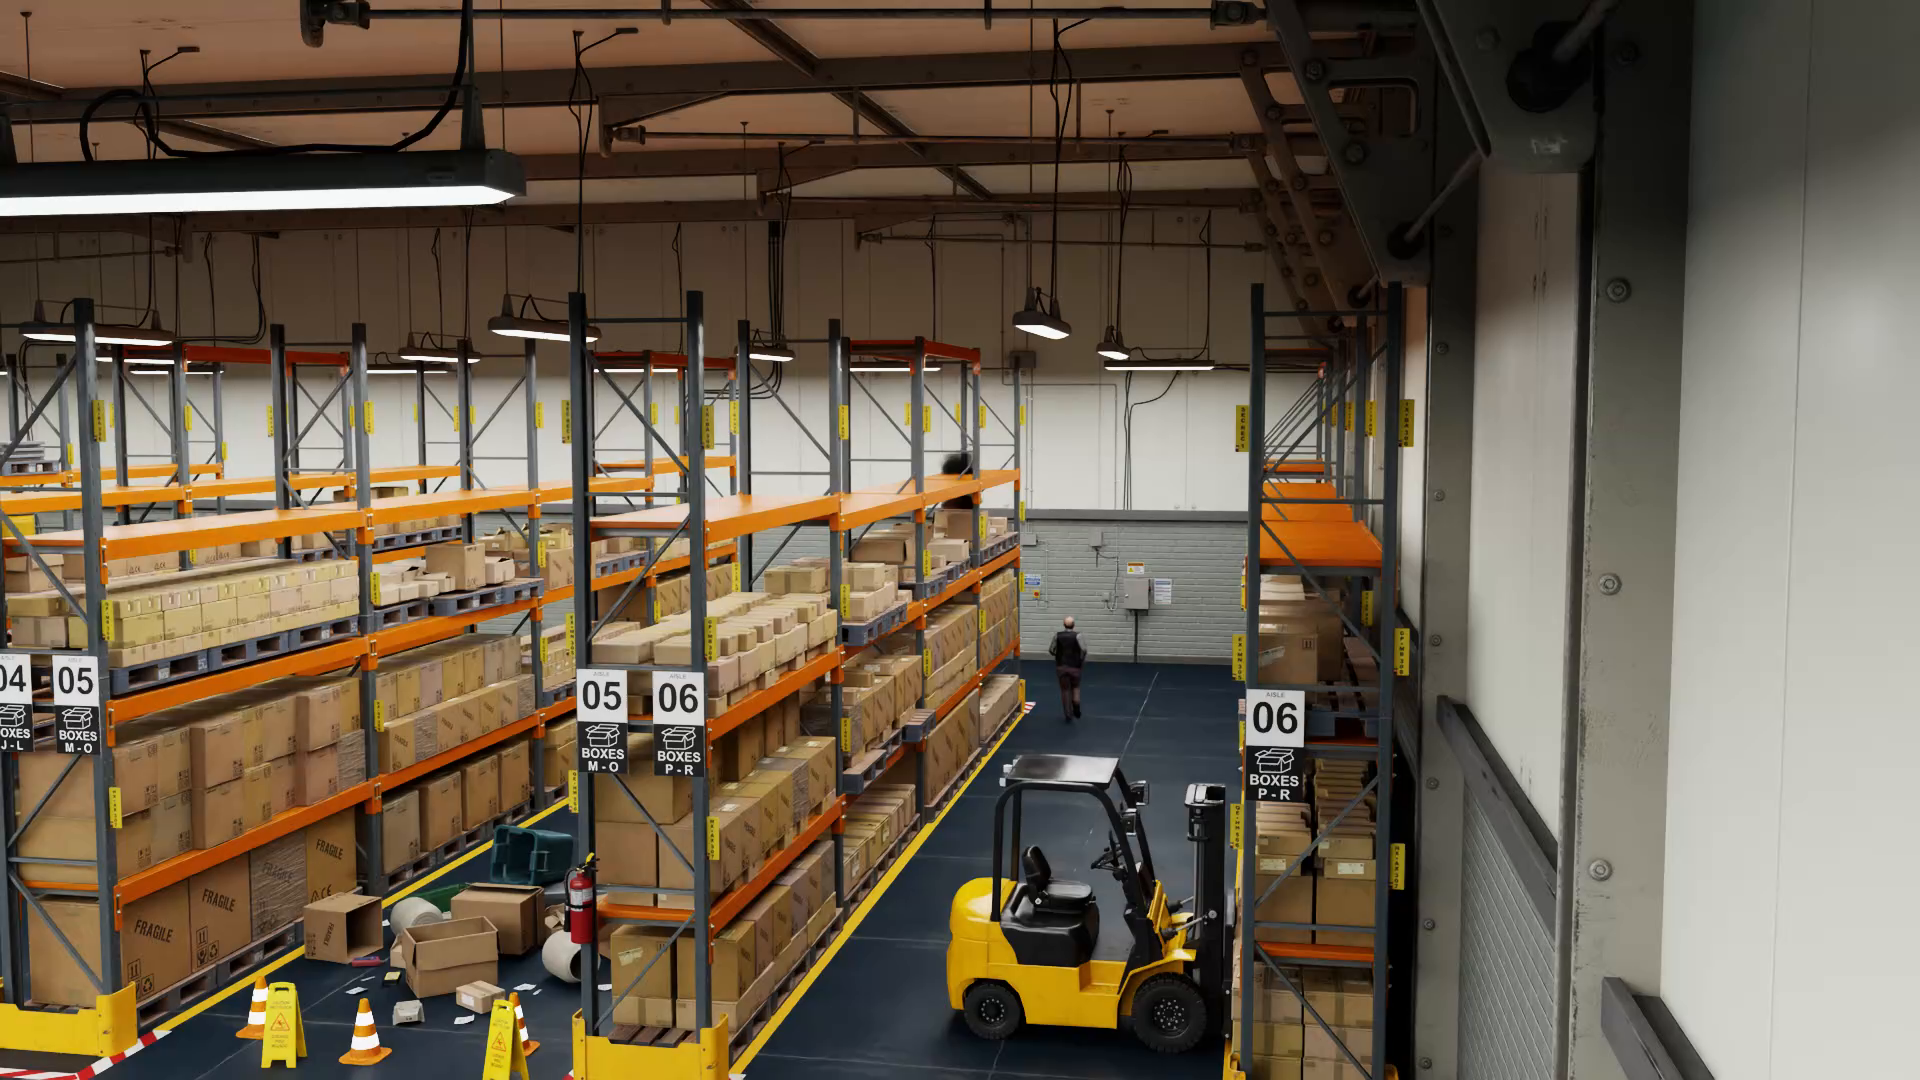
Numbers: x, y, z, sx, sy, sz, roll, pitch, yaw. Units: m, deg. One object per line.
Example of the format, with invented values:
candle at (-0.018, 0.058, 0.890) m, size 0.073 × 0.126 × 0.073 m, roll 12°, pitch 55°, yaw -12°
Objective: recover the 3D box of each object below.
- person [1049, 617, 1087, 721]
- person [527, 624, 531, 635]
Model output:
person at (1.787, 2.098, 27.300) m, size 0.649 × 1.689 × 0.594 m, roll 1°, pitch 5°, yaw 11°
person at (-6.735, 2.184, 26.311) m, size 0.721 × 1.738 × 0.578 m, roll 2°, pitch 5°, yaw 20°
